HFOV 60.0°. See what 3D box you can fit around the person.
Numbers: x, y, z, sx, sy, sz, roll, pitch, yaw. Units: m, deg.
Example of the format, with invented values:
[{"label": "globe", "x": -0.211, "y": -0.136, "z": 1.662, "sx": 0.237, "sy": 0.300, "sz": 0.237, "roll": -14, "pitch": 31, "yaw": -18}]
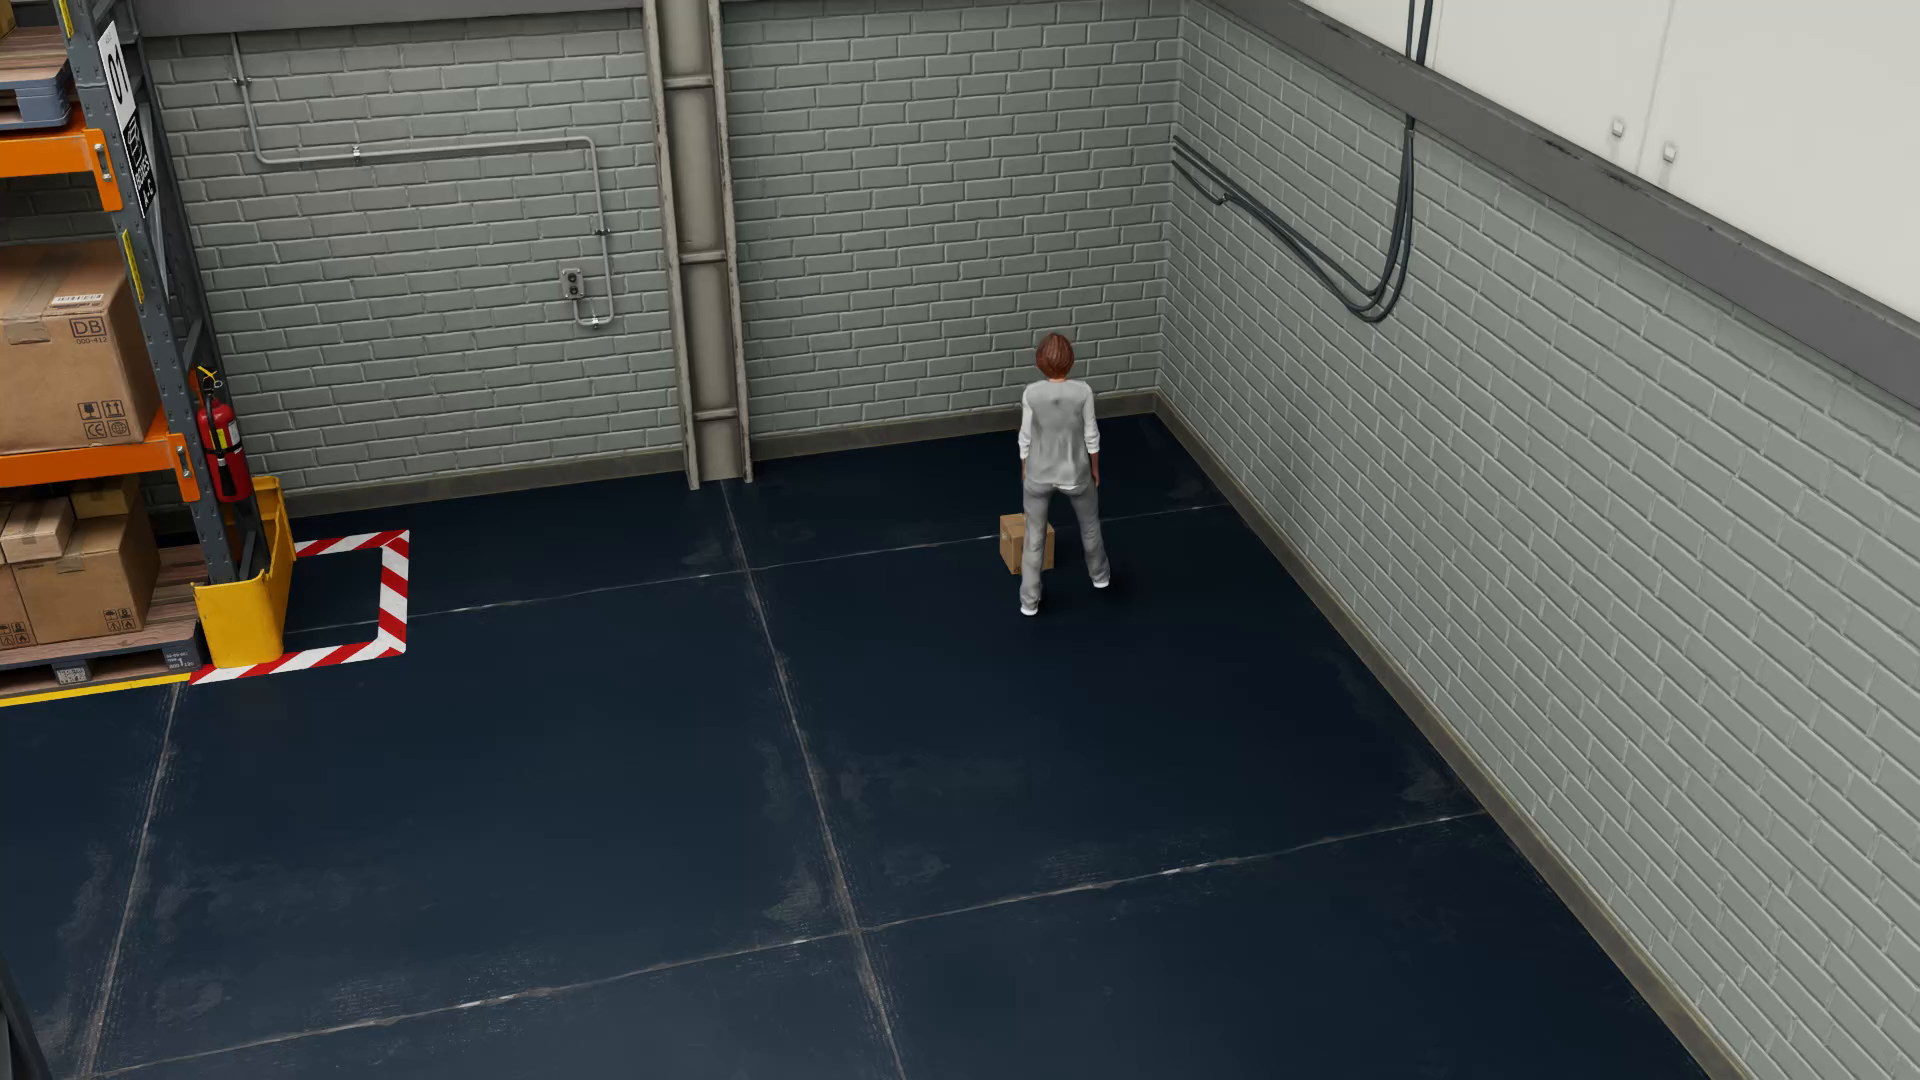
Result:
[{"label": "person", "x": 0.575, "y": -0.377, "z": 8.866, "sx": 0.537, "sy": 1.584, "sz": 0.552, "roll": 2, "pitch": 31, "yaw": 3}]
